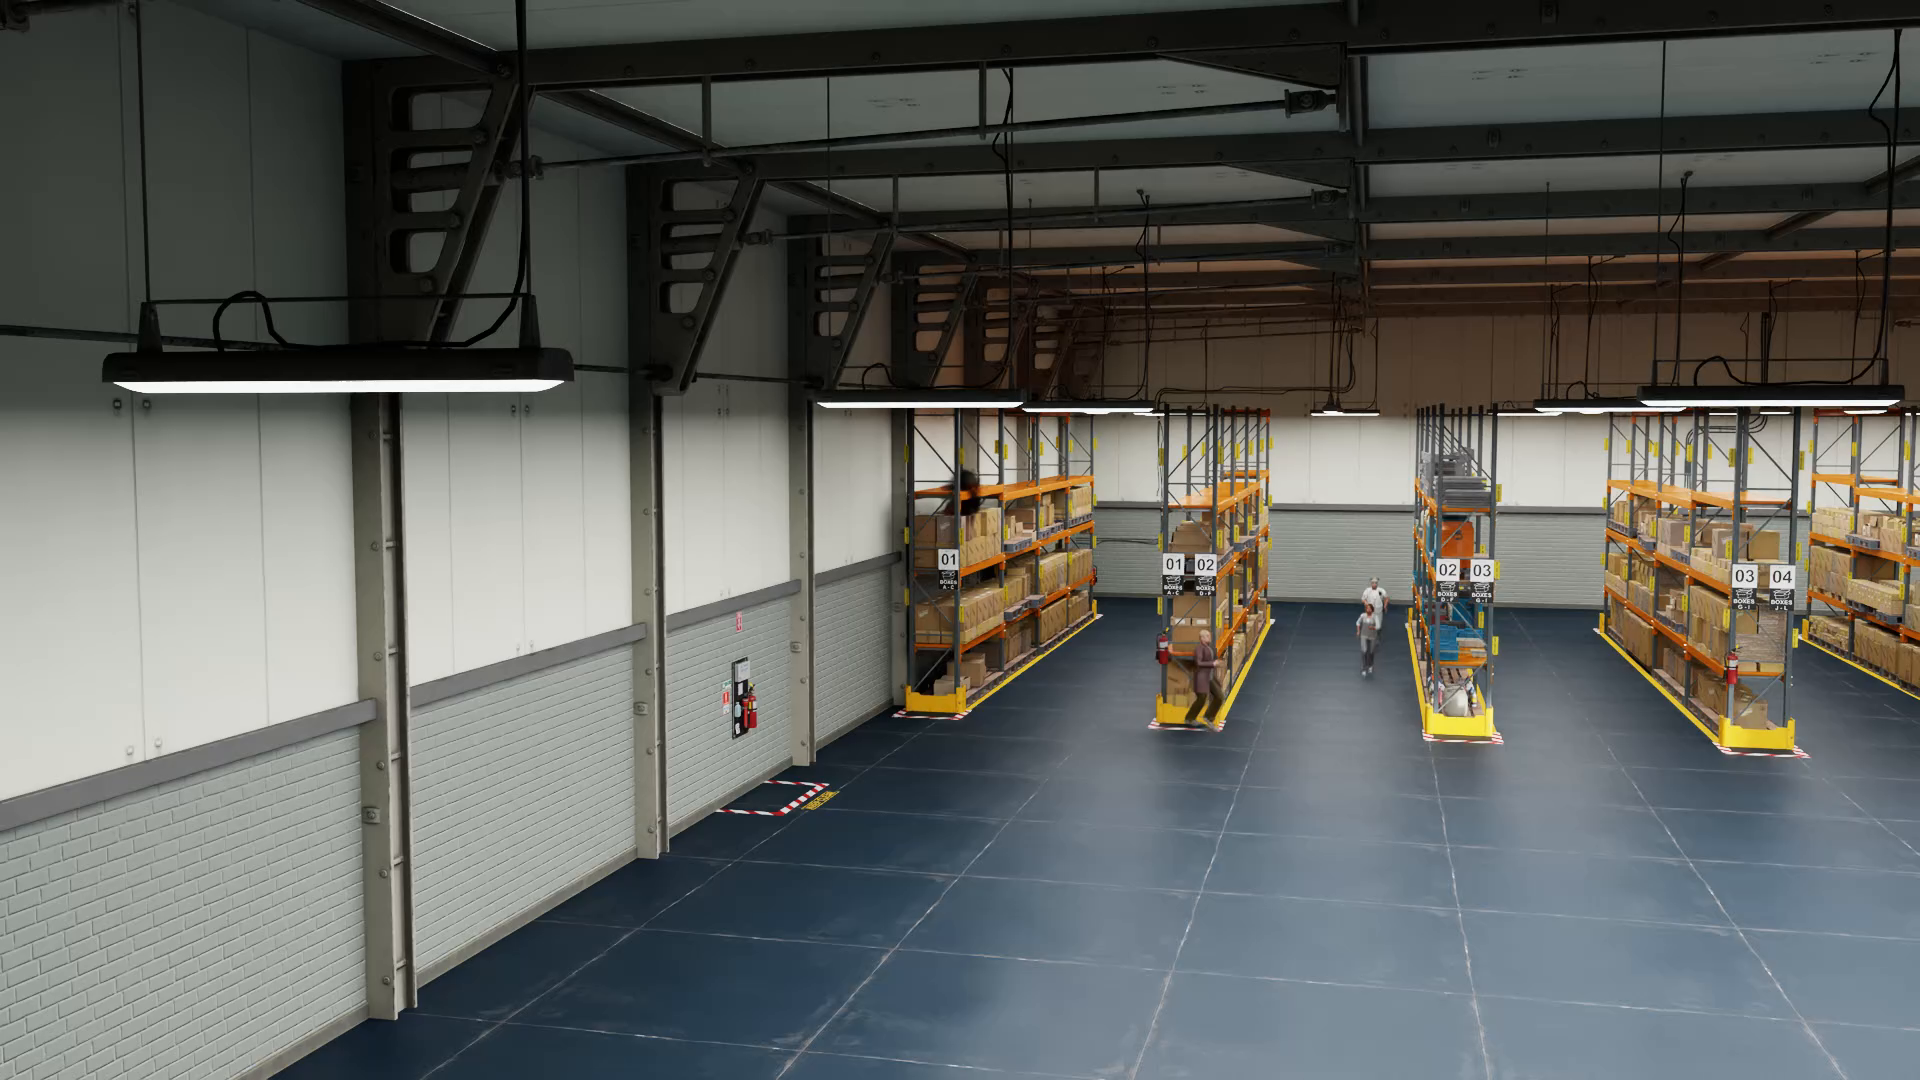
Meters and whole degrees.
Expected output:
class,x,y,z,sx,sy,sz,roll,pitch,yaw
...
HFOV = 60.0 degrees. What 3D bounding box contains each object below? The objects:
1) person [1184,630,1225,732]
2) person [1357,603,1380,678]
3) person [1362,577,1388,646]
class,x,y,z,sx,sy,sz,roll,pitch,yaw
person,4.362,2.496,29.467,0.785,1.813,0.711,4,6,41
person,9.081,2.272,37.000,0.509,1.545,0.728,1,4,14
person,10.413,1.800,41.751,0.646,1.752,0.655,1,4,15
